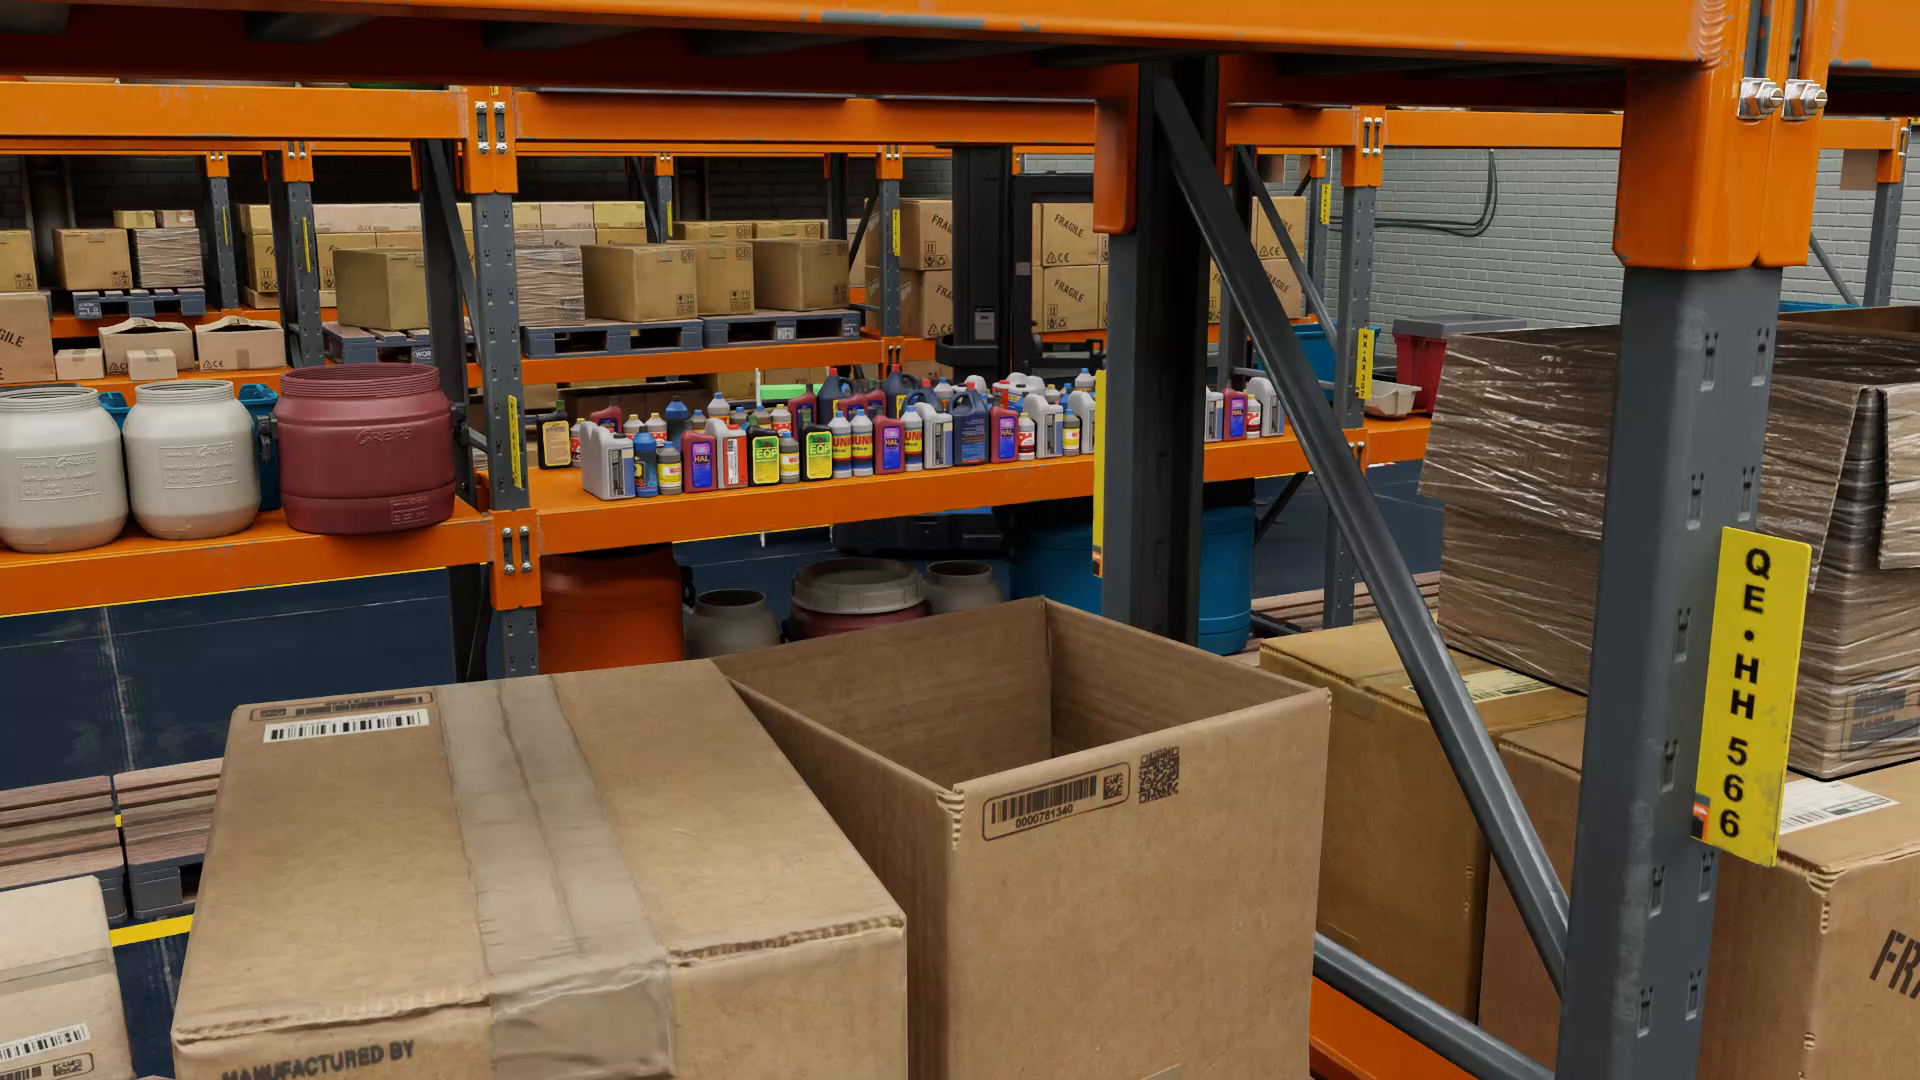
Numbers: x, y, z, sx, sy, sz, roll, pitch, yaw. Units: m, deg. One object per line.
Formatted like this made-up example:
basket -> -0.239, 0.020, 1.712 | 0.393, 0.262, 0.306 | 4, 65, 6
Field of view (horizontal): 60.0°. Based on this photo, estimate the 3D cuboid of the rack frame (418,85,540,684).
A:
rack frame -> -1.869, -0.378, 6.456 | 0.127, 3.000, 1.000 | -7, 14, -28

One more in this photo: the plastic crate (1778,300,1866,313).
plastic crate -> 4.949, -1.195, 9.869 | 0.499, 0.435, 0.616 | -7, 14, -28

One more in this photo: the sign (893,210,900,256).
sign -> -0.459, -2.212, 11.969 | 0.005, 0.325, 0.100 | -7, 14, -28

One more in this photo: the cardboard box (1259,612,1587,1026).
cardboard box -> 0.819, 0.428, 2.647 | 0.500, 0.500, 0.500 | -6, 14, -26

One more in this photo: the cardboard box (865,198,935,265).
cardboard box -> -0.408, -2.393, 12.907 | 0.500, 0.500, 0.500 | -7, 14, -28

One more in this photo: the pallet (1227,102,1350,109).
pallet -> 1.001, -2.069, 7.567 | 1.003, 0.211, 1.213 | -7, 14, -28

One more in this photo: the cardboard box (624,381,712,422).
cardboard box -> -2.147, -1.005, 12.228 | 0.500, 0.250, 0.500 | -7, 14, -28

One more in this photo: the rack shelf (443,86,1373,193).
rack shelf -> -0.113, -1.701, 7.141 | 4.000, 0.370, 1.077 | -7, 14, -28

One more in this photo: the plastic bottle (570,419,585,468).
plastic bottle -> -1.608, -0.414, 7.071 | 0.097, 0.201, 0.097 | 0, 13, 0

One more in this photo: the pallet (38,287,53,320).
pallet -> -8.333, -1.977, 14.000 | 1.213, 0.211, 1.003 | -7, 14, -28

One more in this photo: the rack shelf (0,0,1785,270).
rack shelf -> -1.251, -0.325, 1.029 | 4.000, 0.370, 1.077 | -7, 14, -28

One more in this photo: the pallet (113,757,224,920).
pallet -> -2.567, 1.057, 6.433 | 1.213, 0.211, 1.003 | -7, 14, -28

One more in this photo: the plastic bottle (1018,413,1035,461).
plastic bottle -> 0.278, -0.450, 7.231 | 0.097, 0.201, 0.097 | 0, 13, 0

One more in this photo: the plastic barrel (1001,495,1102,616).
plastic barrel -> 0.535, 0.149, 7.939 | 0.708, 0.901, 0.600 | -7, 14, -28

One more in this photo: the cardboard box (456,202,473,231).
cardboard box -> -4.740, -3.020, 15.536 | 0.500, 0.250, 0.500 | -7, 15, -29

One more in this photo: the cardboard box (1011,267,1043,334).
cardboard box -> 0.298, -1.858, 12.805 | 0.500, 0.500, 0.500 | -7, 14, -27

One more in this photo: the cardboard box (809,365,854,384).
cardboard box -> -1.505, -1.858, 17.770 | 0.500, 0.500, 0.700 | -6, 14, -27

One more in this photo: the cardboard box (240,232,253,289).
cardboard box -> -6.327, -2.591, 15.340 | 0.500, 0.500, 0.500 | -7, 14, -28

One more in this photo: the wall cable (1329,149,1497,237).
wall cable -> 5.542, -5.067, 20.699 | 0.112, 2.526, 3.097 | -7, 14, -28

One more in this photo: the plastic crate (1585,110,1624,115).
plastic crate -> 3.458, -2.289, 8.717 | 0.530, 0.136, 0.437 | -7, 14, -28

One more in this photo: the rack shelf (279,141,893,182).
rack shelf -> -2.483, -2.656, 11.384 | 4.000, 0.370, 1.077 | -7, 14, -28

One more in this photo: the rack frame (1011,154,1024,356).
rack frame -> 0.406, -3.129, 18.679 | 0.127, 3.000, 1.000 | -7, 14, -28

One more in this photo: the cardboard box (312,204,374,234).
cardboard box -> -5.622, -2.911, 15.055 | 0.500, 0.250, 0.500 | -7, 14, -29

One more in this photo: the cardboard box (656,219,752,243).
cardboard box -> -2.621, -2.908, 17.016 | 0.700, 0.700, 0.980 | -7, 14, -27

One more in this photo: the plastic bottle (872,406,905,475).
plastic bottle -> -0.298, -0.417, 6.895 | 0.133, 0.283, 0.061 | -7, 14, -28

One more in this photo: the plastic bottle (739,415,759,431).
plastic bottle -> -0.842, -0.366, 6.695 | 0.097, 0.271, 0.097 | 0, 13, 0

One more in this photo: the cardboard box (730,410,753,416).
cardboard box -> -1.732, -0.687, 12.519 | 0.500, 0.500, 0.500 | -7, 14, -27

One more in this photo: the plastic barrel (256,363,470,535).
plastic barrel -> -2.131, -0.337, 5.965 | 0.708, 0.536, 0.600 | -7, 14, -28

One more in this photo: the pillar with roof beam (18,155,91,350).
pillar with roof beam -> -6.108, -4.414, 10.728 | 0.400, 9.000, 9.100 | -7, 14, -28

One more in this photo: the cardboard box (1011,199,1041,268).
cardboard box -> 0.273, -2.340, 12.669 | 0.500, 0.500, 0.500 | -7, 15, -30

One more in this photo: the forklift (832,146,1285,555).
forklift -> 0.671, -1.412, 11.210 | 3.031, 2.935, 1.130 | 0, 13, 1

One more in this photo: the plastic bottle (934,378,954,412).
plastic bottle -> -0.078, -0.632, 7.878 | 0.097, 0.271, 0.097 | 0, 13, 0

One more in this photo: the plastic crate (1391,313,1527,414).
plastic crate -> 2.546, -0.905, 8.515 | 0.583, 0.464, 0.402 | -7, 14, -28

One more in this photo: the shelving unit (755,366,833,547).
shelving unit -> -1.131, -0.576, 11.435 | 0.503, 1.200, 0.258 | -2, 13, -10

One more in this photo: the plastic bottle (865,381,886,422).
plastic bottle -> -0.406, -0.588, 7.654 | 0.133, 0.283, 0.061 | -7, 14, -28

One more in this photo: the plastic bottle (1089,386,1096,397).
plastic bottle -> 0.612, -0.563, 7.571 | 0.097, 0.271, 0.097 | 0, 13, 0

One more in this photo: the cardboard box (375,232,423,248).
cardboard box -> -5.166, -2.598, 15.370 | 0.500, 0.500, 0.500 | -7, 14, -28

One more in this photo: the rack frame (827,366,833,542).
rack frame -> -0.891, -0.586, 11.478 | 0.015, 1.200, 0.240 | -2, 13, -10

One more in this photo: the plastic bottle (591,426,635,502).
plastic bottle -> -1.334, -0.301, 6.395 | 0.135, 0.276, 0.152 | -7, 14, -28

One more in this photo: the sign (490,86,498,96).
sign -> -1.599, -1.685, 5.670 | 0.005, 0.325, 0.100 | -7, 14, -28

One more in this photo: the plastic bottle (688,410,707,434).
plastic bottle -> -1.149, -0.469, 7.315 | 0.097, 0.201, 0.097 | 0, 13, 0

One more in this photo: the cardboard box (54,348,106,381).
cardboard box -> -5.331, -1.065, 10.083 | 0.250, 0.149, 0.380 | -6, 14, -24

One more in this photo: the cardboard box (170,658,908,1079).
cardboard box -> -0.392, 0.466, 1.524 | 0.500, 0.500, 0.700 | -5, 13, -20

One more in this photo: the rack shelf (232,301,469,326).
rack shelf -> -4.860, -2.146, 15.954 | 4.000, 0.370, 1.077 | -7, 14, -28

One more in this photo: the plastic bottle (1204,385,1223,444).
plastic bottle -> 1.131, -0.596, 7.708 | 0.135, 0.276, 0.152 | -7, 14, -28

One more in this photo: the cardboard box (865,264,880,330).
cardboard box -> -0.412, -1.904, 13.012 | 0.500, 0.500, 0.500 | -7, 14, -27

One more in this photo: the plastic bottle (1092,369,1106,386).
plastic bottle -> 0.732, -0.724, 8.278 | 0.135, 0.276, 0.152 | -7, 14, -28

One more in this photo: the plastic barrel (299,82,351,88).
plastic barrel -> -2.288, -1.922, 6.232 | 0.421, 0.512, 0.421 | 0, 13, 0

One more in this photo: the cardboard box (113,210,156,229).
cardboard box -> -7.179, -2.788, 14.459 | 0.250, 0.149, 0.380 | -10, 16, -37

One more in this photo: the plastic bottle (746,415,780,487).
plastic bottle -> -0.788, -0.358, 6.634 | 0.133, 0.283, 0.061 | -7, 14, -28

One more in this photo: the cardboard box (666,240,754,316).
cardboard box -> -1.824, -1.916, 12.107 | 0.500, 0.500, 0.700 | -4, 13, -19
